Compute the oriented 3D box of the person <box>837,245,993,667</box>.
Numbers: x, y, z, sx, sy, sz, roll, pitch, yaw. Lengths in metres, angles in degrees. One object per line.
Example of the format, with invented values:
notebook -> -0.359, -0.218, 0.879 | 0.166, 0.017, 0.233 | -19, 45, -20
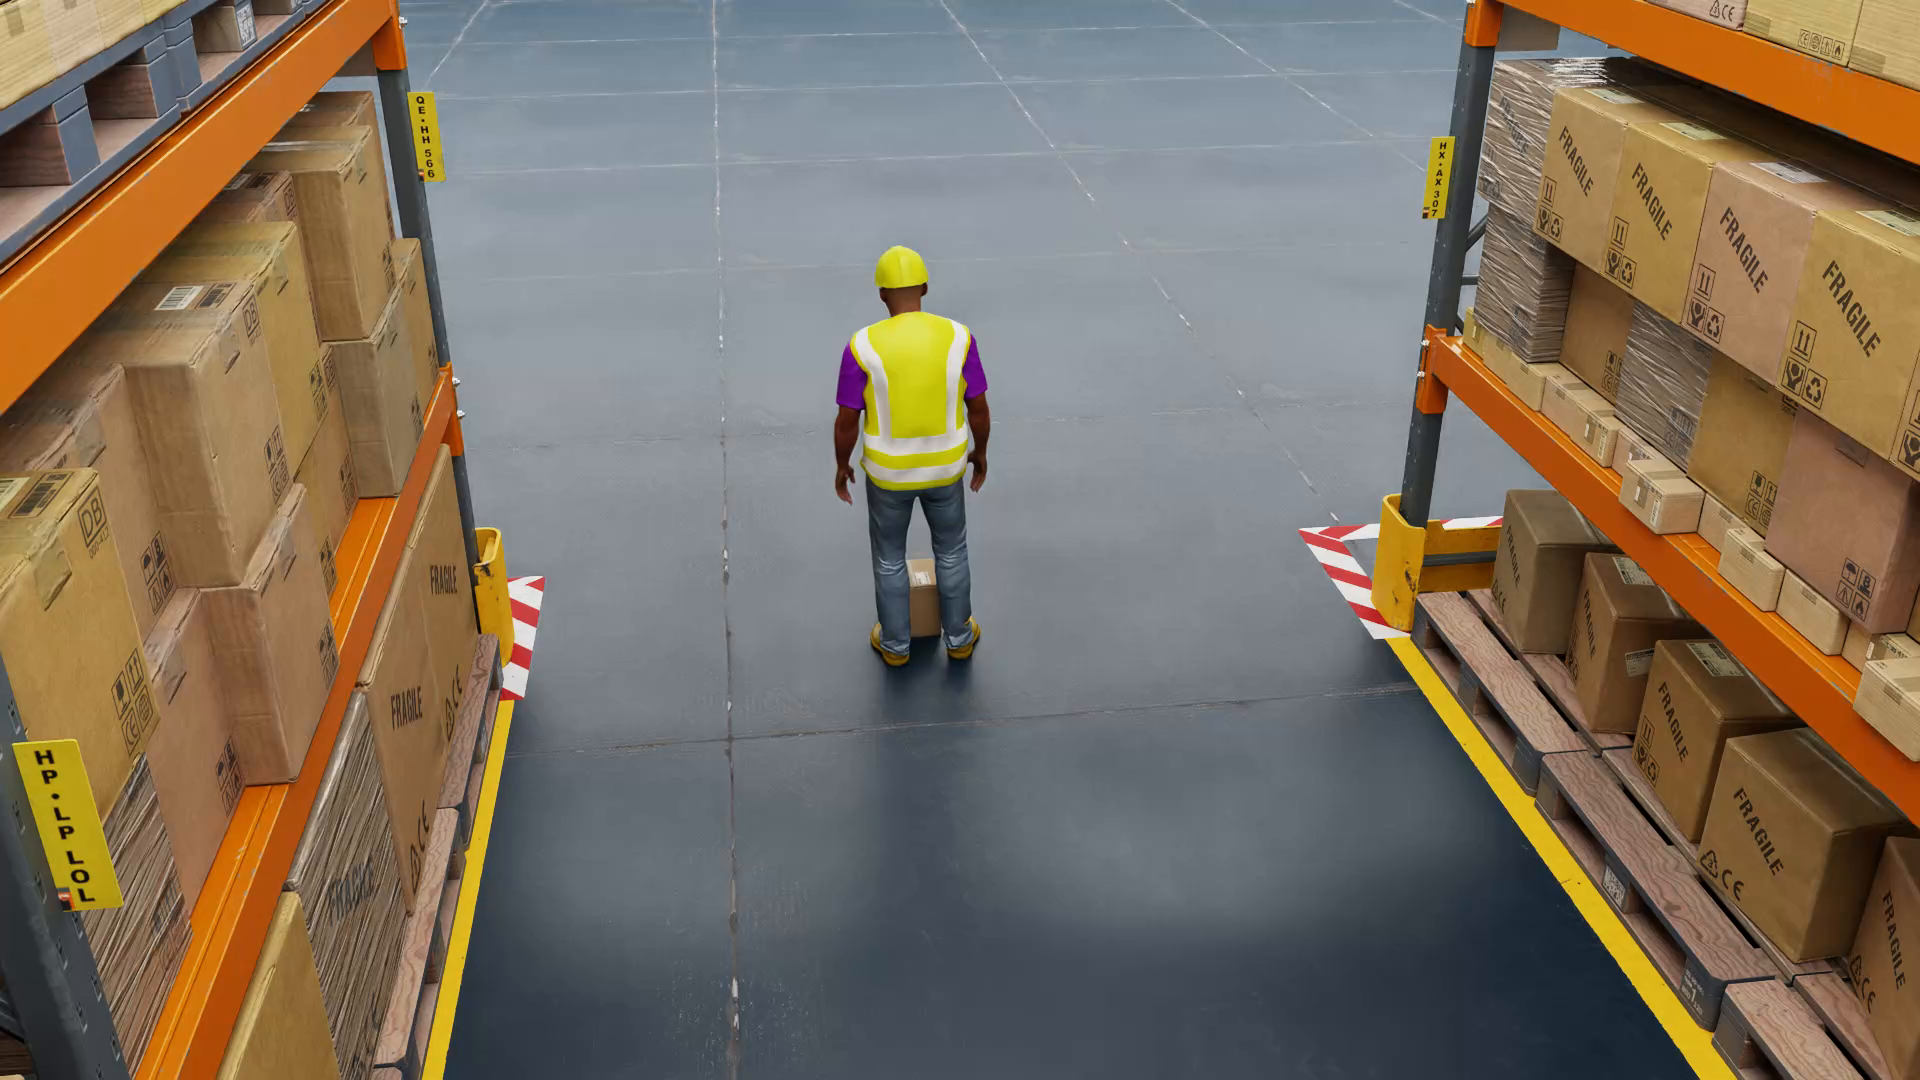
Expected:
person -> -0.180, -0.319, 6.723 | 0.629, 1.761, 0.462 | -4, 27, -8
